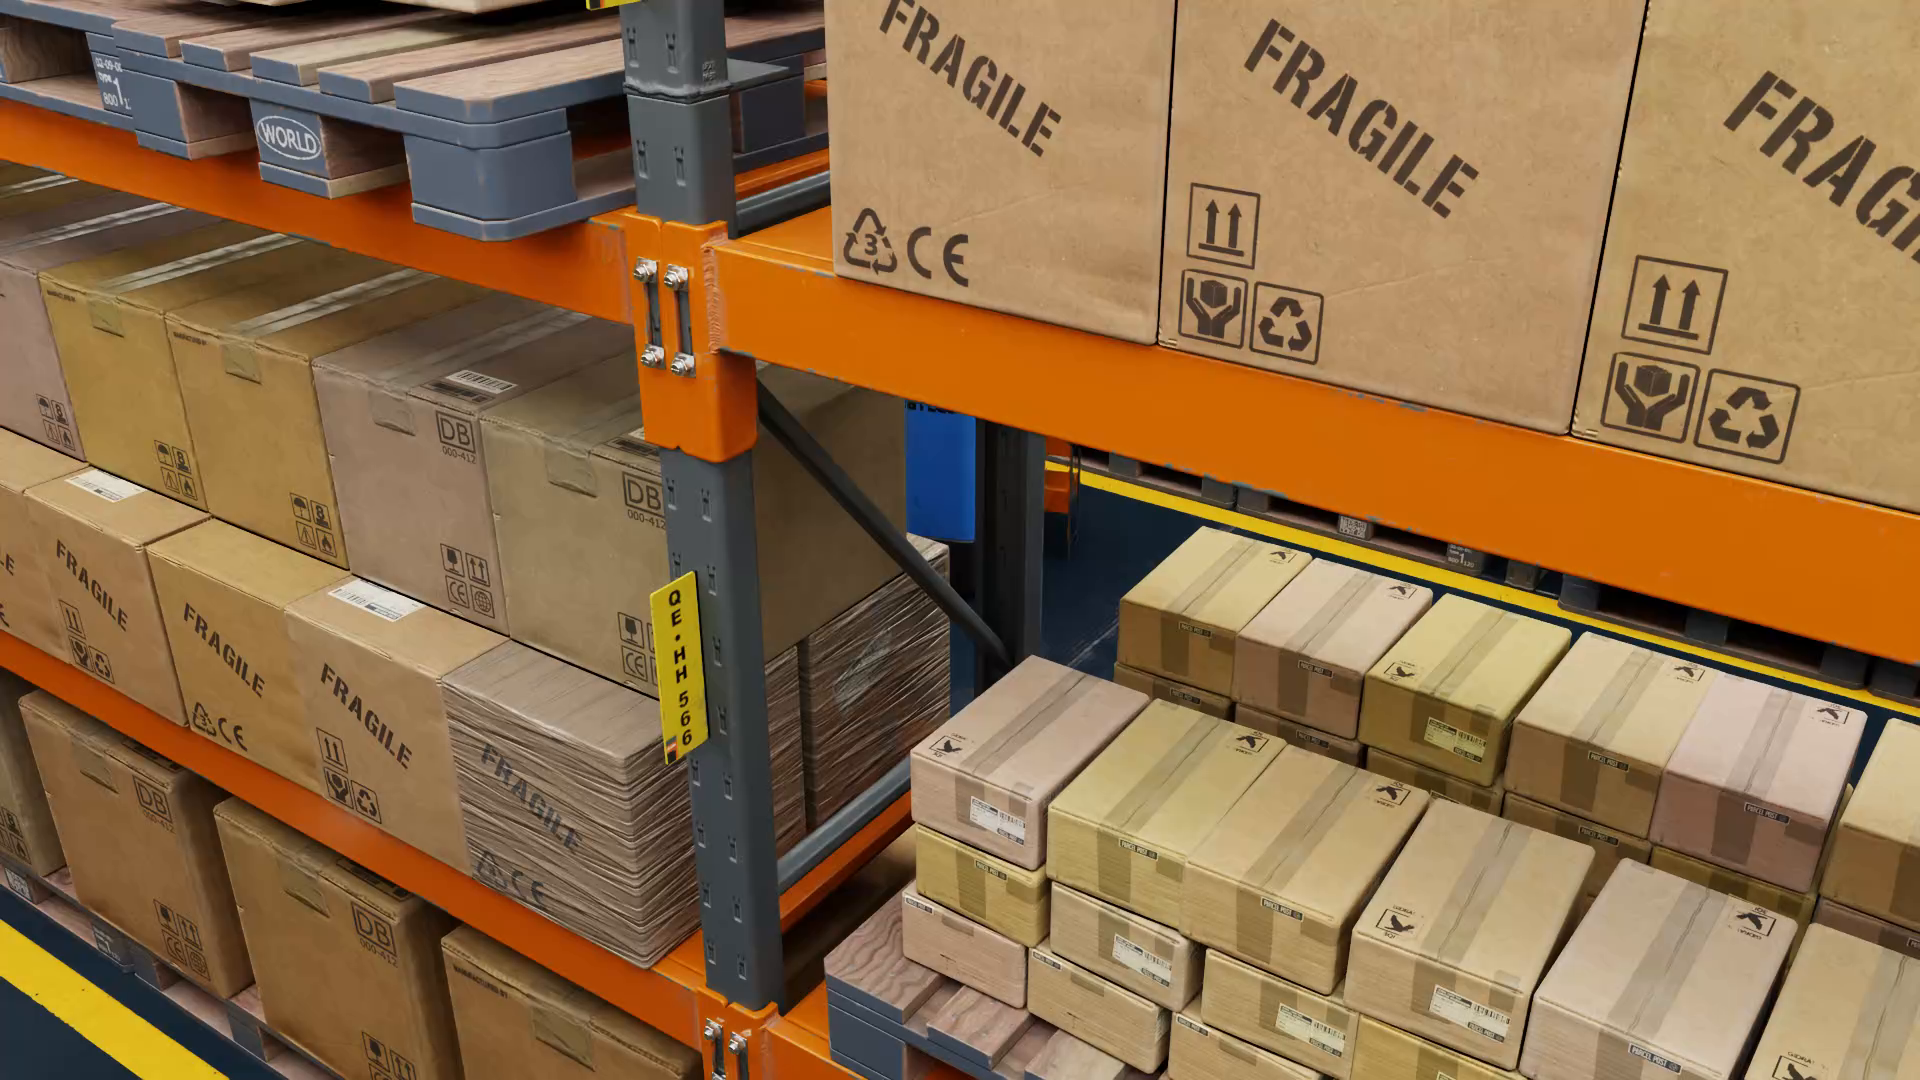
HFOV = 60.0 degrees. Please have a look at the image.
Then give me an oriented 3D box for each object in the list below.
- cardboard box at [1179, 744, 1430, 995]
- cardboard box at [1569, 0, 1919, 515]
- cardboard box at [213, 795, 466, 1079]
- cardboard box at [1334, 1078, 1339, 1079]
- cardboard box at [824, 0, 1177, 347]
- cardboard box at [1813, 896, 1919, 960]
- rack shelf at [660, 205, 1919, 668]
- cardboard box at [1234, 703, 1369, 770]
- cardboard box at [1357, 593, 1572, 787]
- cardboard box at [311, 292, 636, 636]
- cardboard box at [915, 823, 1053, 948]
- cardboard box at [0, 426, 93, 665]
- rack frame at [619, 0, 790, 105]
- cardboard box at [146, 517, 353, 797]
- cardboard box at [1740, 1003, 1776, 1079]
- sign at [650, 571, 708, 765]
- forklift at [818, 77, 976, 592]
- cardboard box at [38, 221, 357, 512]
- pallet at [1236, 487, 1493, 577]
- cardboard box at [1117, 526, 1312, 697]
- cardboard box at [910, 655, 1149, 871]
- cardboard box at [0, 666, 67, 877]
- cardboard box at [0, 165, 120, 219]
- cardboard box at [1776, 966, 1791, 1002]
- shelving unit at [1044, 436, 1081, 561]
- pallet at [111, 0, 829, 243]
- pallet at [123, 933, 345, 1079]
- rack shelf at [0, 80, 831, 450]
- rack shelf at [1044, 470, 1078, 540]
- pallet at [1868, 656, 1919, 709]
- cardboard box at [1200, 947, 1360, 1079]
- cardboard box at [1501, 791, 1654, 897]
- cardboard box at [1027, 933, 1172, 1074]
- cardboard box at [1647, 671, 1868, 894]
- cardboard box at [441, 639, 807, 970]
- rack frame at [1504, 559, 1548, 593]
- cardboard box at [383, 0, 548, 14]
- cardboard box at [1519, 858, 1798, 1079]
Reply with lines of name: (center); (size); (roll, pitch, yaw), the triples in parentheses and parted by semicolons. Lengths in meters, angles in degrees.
cardboard box: (0.543, 0.505, 2.608); (0.250, 0.149, 0.380); (17, 32, 30)
cardboard box: (1.001, -0.361, 1.735); (0.500, 0.500, 0.500); (17, 32, 30)
cardboard box: (-1.324, 0.924, 4.645); (0.750, 0.750, 1.050); (18, 32, 31)
cardboard box: (0.771, 0.844, 2.599); (0.250, 0.149, 0.380); (19, 33, 33)
cardboard box: (0.170, -0.614, 2.231); (0.500, 0.500, 0.500); (17, 32, 30)
cardboard box: (1.579, 0.601, 2.748); (0.250, 0.149, 0.380); (18, 32, 32)
rack shelf: (1.498, 0.019, 1.891); (4.000, 0.370, 1.077); (17, 32, 30)
cardboard box: (0.736, 0.338, 3.264); (0.250, 0.149, 0.380); (19, 32, 32)
cardboard box: (0.935, 0.268, 3.073); (0.250, 0.149, 0.380); (18, 32, 32)
cardboard box: (-0.933, -0.217, 3.656); (0.500, 0.500, 0.700); (17, 31, 30)
cardboard box: (0.134, 0.513, 2.921); (0.250, 0.149, 0.380); (19, 33, 33)
cardboard box: (-2.339, -0.056, 4.442); (0.500, 0.500, 0.500); (17, 32, 30)
rack frame: (-0.150, -2.152, 2.057); (0.127, 3.000, 1.000); (17, 32, 30)
cardboard box: (-1.496, 0.205, 3.930); (0.500, 0.500, 0.500); (17, 31, 29)
cardboard box: (0.994, 0.778, 2.400); (0.250, 0.149, 0.380); (17, 32, 30)
sign: (-0.462, 0.214, 2.746); (0.005, 0.325, 0.100); (17, 32, 30)
forklift: (-1.216, -1.418, 7.306); (3.031, 2.935, 1.130); (7, 28, 14)
cardboard box: (-1.778, -0.479, 4.171); (0.500, 0.500, 0.700); (17, 32, 30)
pallet: (2.098, -0.265, 8.038); (1.213, 0.211, 1.003); (17, 32, 30)
cardboard box: (0.513, 0.136, 3.334); (0.250, 0.149, 0.380); (16, 31, 28)
cardboard box: (0.124, 0.374, 2.867); (0.250, 0.149, 0.380); (17, 32, 30)
cardboard box: (-2.885, 0.436, 5.604); (0.750, 0.750, 1.050); (17, 32, 30)
cardboard box: (-2.610, -0.739, 4.682); (0.500, 0.500, 0.700); (17, 31, 29)
cardboard box: (1.358, 0.666, 2.949); (0.250, 0.149, 0.380); (16, 31, 28)
shelving unit: (0.400, -0.431, 7.440); (0.252, 1.050, 0.215); (7, 28, 14)
pallet: (-0.711, -0.876, 3.066); (1.003, 0.211, 1.213); (19, 33, 33)
pallet: (-1.759, 1.220, 5.119); (1.213, 0.211, 1.003); (17, 32, 30)
rack shelf: (-1.799, -1.008, 3.910); (4.000, 0.370, 1.077); (17, 32, 30)
rack shelf: (0.400, -0.174, 7.571); (0.240, 0.259, 0.215); (7, 28, 14)
pallet: (4.350, 0.480, 6.574); (1.213, 0.211, 1.003); (17, 32, 30)
cardboard box: (0.581, 0.649, 2.653); (0.250, 0.149, 0.380); (16, 31, 29)
cardboard box: (1.160, 0.469, 3.006); (0.250, 0.149, 0.380); (17, 32, 30)
cardboard box: (0.325, 0.706, 2.870); (0.250, 0.149, 0.380); (19, 33, 33)
cardboard box: (1.352, 0.400, 2.815); (0.250, 0.149, 0.380); (17, 32, 30)
cardboard box: (-0.674, 0.462, 3.425); (0.500, 0.500, 0.500); (17, 32, 30)
rack frame: (2.741, -1.307, 7.010); (0.127, 3.000, 1.000); (17, 32, 30)
cardboard box: (-0.769, -1.014, 2.813); (0.250, 0.166, 0.380); (17, 32, 30)
cardboard box: (0.986, 0.642, 2.339); (0.250, 0.149, 0.380); (19, 33, 33)
